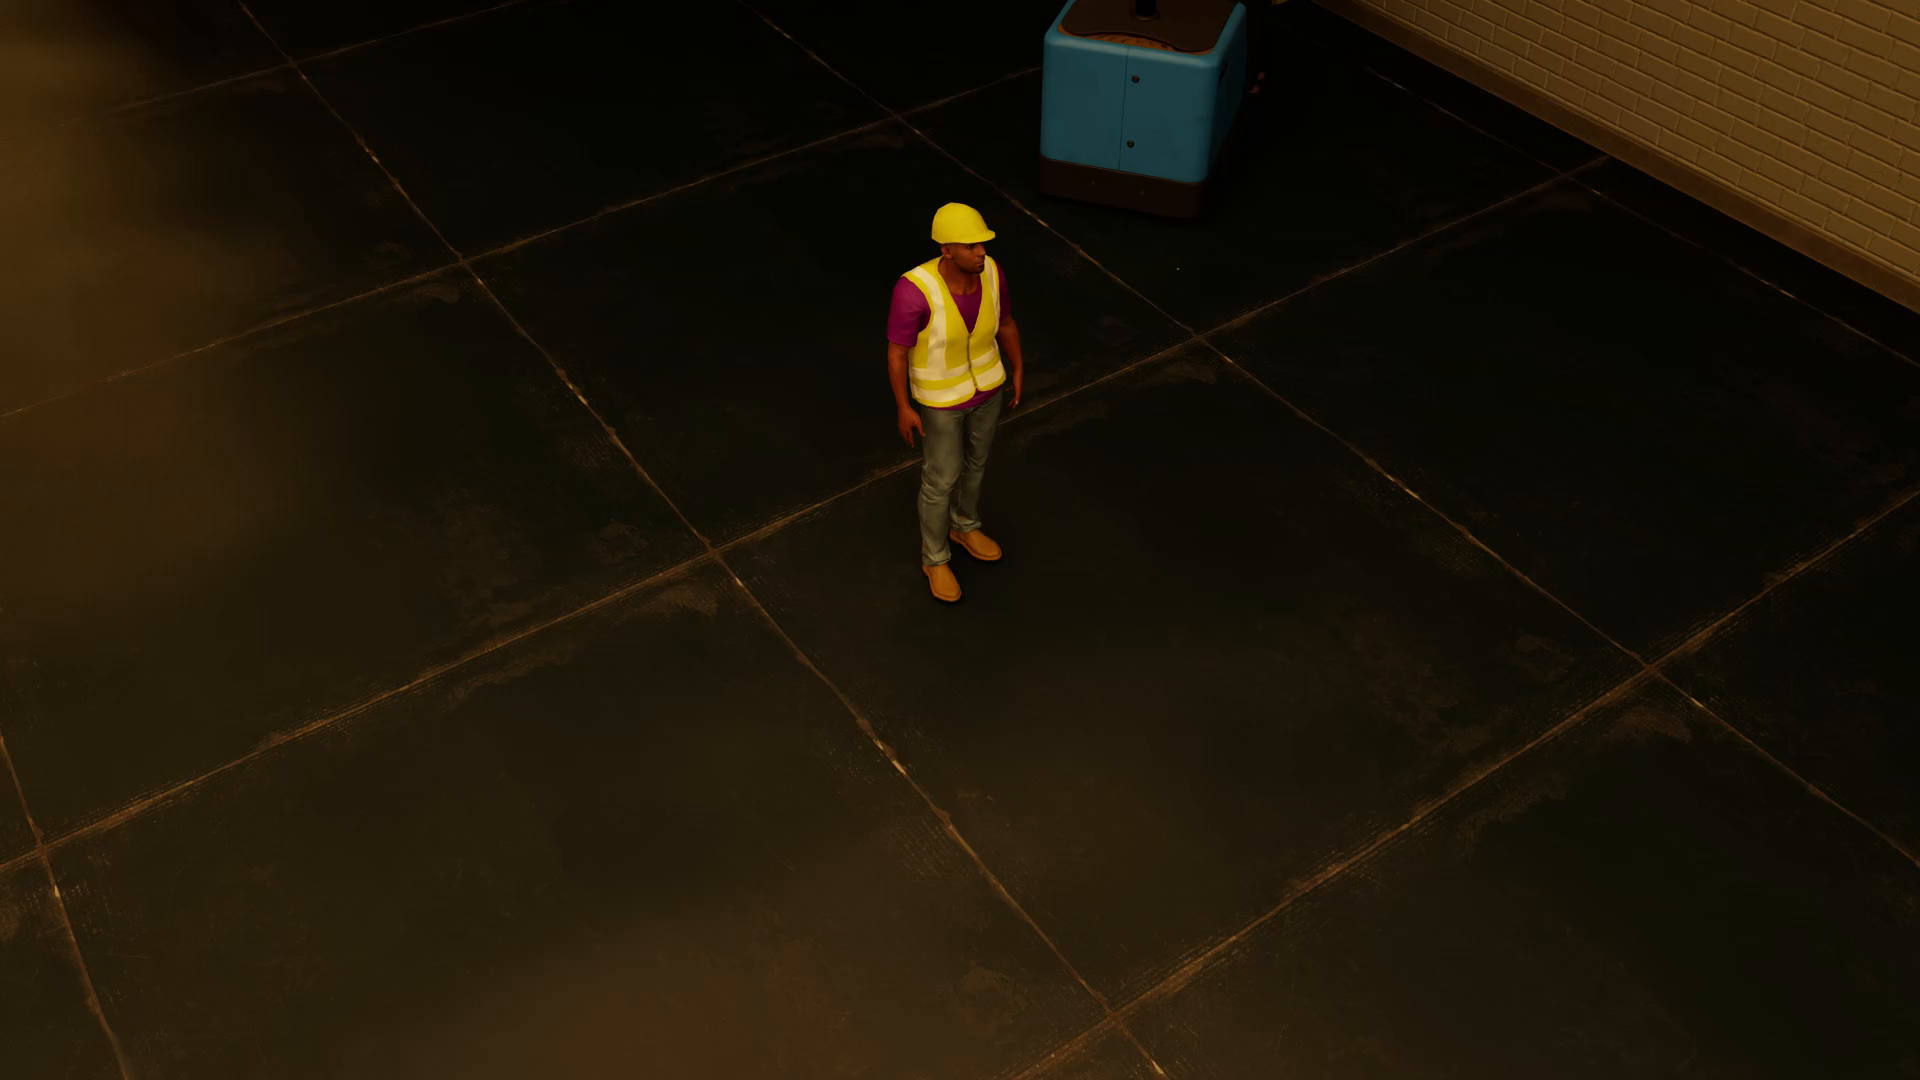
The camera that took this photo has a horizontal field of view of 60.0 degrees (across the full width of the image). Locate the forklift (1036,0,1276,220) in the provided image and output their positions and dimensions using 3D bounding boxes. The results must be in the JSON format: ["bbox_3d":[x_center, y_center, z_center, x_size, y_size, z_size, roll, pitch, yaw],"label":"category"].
[{"bbox_3d":[1.423,-3.982,10.037,1.130,2.935,3.031,13,44,14],"label":"forklift"}]

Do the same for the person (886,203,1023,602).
[{"bbox_3d":[0.036,-0.614,7.231,0.666,1.768,0.575,-25,48,-25],"label":"person"}]
